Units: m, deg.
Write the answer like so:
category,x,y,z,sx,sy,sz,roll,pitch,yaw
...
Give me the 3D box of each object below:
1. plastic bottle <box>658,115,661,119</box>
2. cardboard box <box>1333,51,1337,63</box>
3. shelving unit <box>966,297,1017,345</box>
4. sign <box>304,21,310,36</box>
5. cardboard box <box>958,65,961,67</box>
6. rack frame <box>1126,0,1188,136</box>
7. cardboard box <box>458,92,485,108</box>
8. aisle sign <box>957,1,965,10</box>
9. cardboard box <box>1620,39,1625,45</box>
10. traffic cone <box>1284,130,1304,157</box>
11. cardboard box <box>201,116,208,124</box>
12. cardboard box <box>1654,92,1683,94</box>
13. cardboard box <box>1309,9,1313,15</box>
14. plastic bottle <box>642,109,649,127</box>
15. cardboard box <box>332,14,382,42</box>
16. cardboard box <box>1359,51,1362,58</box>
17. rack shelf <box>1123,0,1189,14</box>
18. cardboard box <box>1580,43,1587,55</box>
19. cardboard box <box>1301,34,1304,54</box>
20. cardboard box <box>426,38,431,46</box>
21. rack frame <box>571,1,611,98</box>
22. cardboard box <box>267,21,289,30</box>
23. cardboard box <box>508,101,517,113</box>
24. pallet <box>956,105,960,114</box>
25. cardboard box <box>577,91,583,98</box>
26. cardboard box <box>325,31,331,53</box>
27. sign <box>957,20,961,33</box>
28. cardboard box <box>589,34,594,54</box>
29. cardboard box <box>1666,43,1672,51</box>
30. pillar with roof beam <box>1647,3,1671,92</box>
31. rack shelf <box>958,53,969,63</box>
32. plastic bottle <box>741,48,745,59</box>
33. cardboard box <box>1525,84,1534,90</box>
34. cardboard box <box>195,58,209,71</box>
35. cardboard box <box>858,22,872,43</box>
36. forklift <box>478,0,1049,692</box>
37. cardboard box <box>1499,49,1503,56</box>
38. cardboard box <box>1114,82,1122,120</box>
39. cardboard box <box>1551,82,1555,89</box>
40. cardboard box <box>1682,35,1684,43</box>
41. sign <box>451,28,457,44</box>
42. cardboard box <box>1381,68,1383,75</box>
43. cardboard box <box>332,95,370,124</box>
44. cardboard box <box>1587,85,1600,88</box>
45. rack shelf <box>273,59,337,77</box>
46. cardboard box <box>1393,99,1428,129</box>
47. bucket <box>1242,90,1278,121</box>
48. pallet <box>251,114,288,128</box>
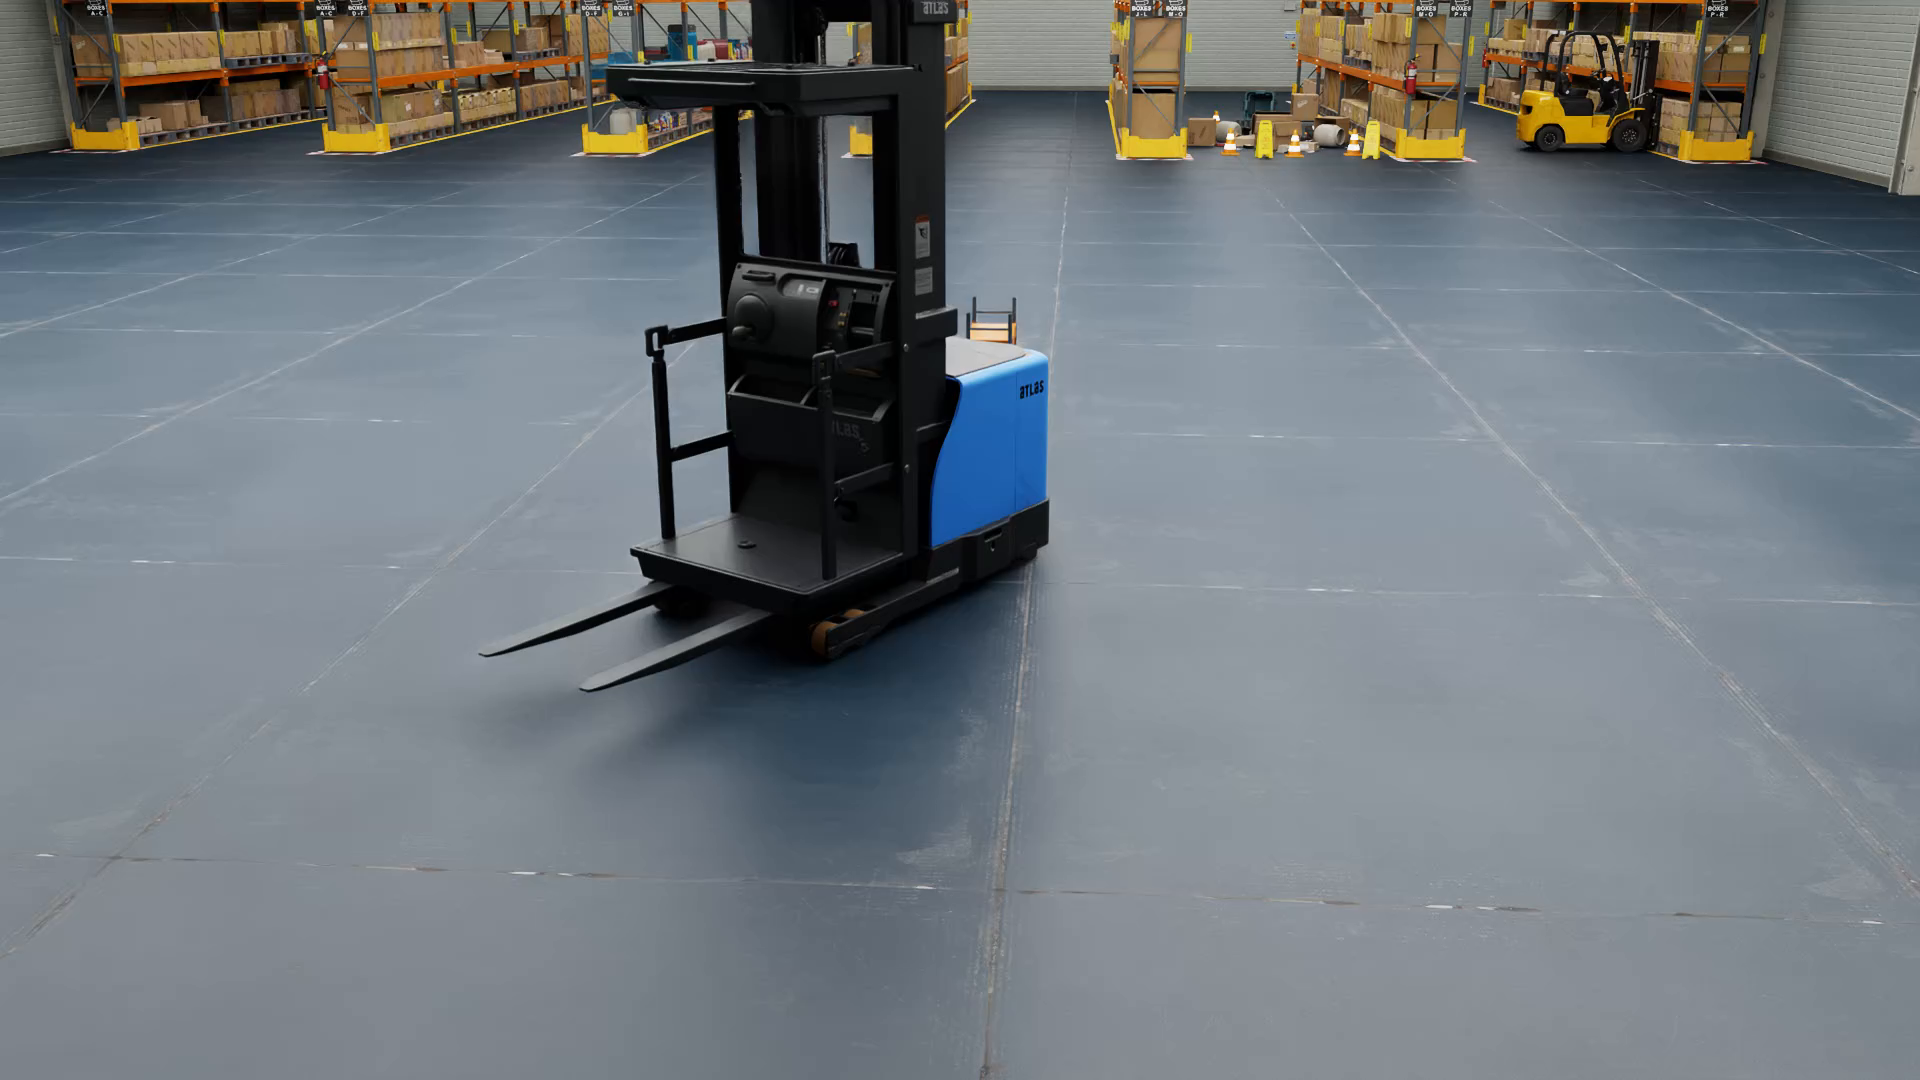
category,x,y,z,sx,sy,sz,roll,pitch,yaw
plastic bottle,-6.004,-8.383,33.347,0.061,0.283,0.133,1,18,4
cardboard box,8.823,-11.041,38.042,0.500,0.250,0.500,2,18,5
shelving unit,0.171,-0.689,9.098,0.258,1.200,0.503,1,18,4
sign,-15.139,-11.847,38.528,0.100,0.325,0.005,1,18,4
cardboard box,-0.446,-11.647,42.388,0.875,0.875,0.875,1,18,4
rack frame,3.507,-8.385,29.695,1.000,3.000,0.127,1,18,4
cardboard box,-10.672,-9.590,36.213,0.500,0.311,0.500,1,18,2
aisle sign,0.018,-14.747,44.937,0.394,0.787,0.004,1,18,4
cardboard box,13.493,-9.986,33.378,0.380,0.149,0.250,1,18,3
traffic cone,6.064,-7.182,30.097,0.336,0.463,0.334,1,18,4
cardboard box,-15.976,-8.797,34.796,0.380,0.166,0.250,-1,18,-3
cardboard box,13.847,-8.649,32.638,0.500,0.250,0.500,2,18,5
cardboard box,9.144,-13.521,42.562,0.380,0.149,0.250,1,18,3
plastic bottle,-6.414,-8.585,33.855,0.144,0.351,0.185,1,18,4
cardboard box,-11.264,-9.574,31.081,0.700,0.500,0.500,1,18,4
cardboard box,8.652,-10.273,35.186,0.380,0.149,0.250,2,18,6
rack shelf,3.650,-10.089,31.235,1.077,0.370,4.000,1,18,4
cardboard box,13.664,-10.559,35.769,0.500,0.250,0.500,2,18,6
cardboard box,9.269,-13.022,43.686,0.500,0.500,0.500,1,18,3
cardboard box,-10.886,-10.018,33.478,0.380,0.149,0.250,1,18,4
rack frame,-10.167,-13.718,45.972,1.000,3.000,0.127,1,18,4
cardboard box,-15.907,-12.045,38.989,0.500,0.250,0.500,2,18,5
cardboard box,-10.535,-9.958,38.237,0.500,0.250,0.500,2,18,5
pallet,-0.553,-10.687,41.200,1.003,0.211,1.213,1,18,4
cardboard box,-10.155,-11.733,43.757,0.380,0.166,0.250,1,18,4
cardboard box,-15.344,-11.849,39.597,0.500,0.500,0.500,2,18,6
sign,-0.031,-12.757,41.307,0.100,0.325,0.005,1,18,4
cardboard box,-10.038,-13.148,44.072,0.500,0.500,0.500,1,18,3
cardboard box,13.216,-9.065,30.567,0.380,0.149,0.250,1,18,4
pillar with roof beam,10.488,-13.203,34.763,9.100,9.000,0.400,1,18,4
rack shelf,-0.429,-12.533,43.510,1.077,0.370,4.000,1,18,4
plastic bottle,-5.307,-11.792,40.292,0.152,0.276,0.135,1,18,4
cardboard box,14.004,-10.789,40.373,0.500,0.500,0.500,2,18,6
cardboard box,-15.744,-9.731,34.011,0.500,0.250,0.500,1,18,4
cardboard box,-1.640,-9.367,30.449,0.500,0.500,0.500,1,18,4
forklift,-0.813,-1.039,7.387,1.130,2.935,3.031,13,22,34
cardboard box,14.110,-12.551,42.813,0.380,0.149,0.250,1,18,2
cardboard box,3.888,-9.541,36.162,1.050,0.750,0.750,2,18,5
cardboard box,13.892,-10.484,38.401,0.380,0.149,0.250,1,18,3
cardboard box,13.289,-9.044,30.026,0.380,0.149,0.250,1,18,4
sign,-10.473,-10.429,34.415,0.100,0.325,0.005,1,18,4
cardboard box,8.388,-9.099,32.278,0.380,0.149,0.250,2,18,6
cardboard box,-11.572,-8.172,31.581,0.500,0.500,0.500,1,18,4
cardboard box,14.324,-10.156,37.397,0.380,0.149,0.250,2,18,7
rack shelf,-15.538,-11.623,40.731,1.077,0.370,4.000,1,18,4
cardboard box,8.249,-7.810,30.476,0.500,0.500,0.500,1,18,4
bucket,6.084,-8.700,33.473,0.726,0.611,0.620,8,10,23
pallet,-15.829,-9.398,37.264,1.003,0.211,1.213,1,18,4
